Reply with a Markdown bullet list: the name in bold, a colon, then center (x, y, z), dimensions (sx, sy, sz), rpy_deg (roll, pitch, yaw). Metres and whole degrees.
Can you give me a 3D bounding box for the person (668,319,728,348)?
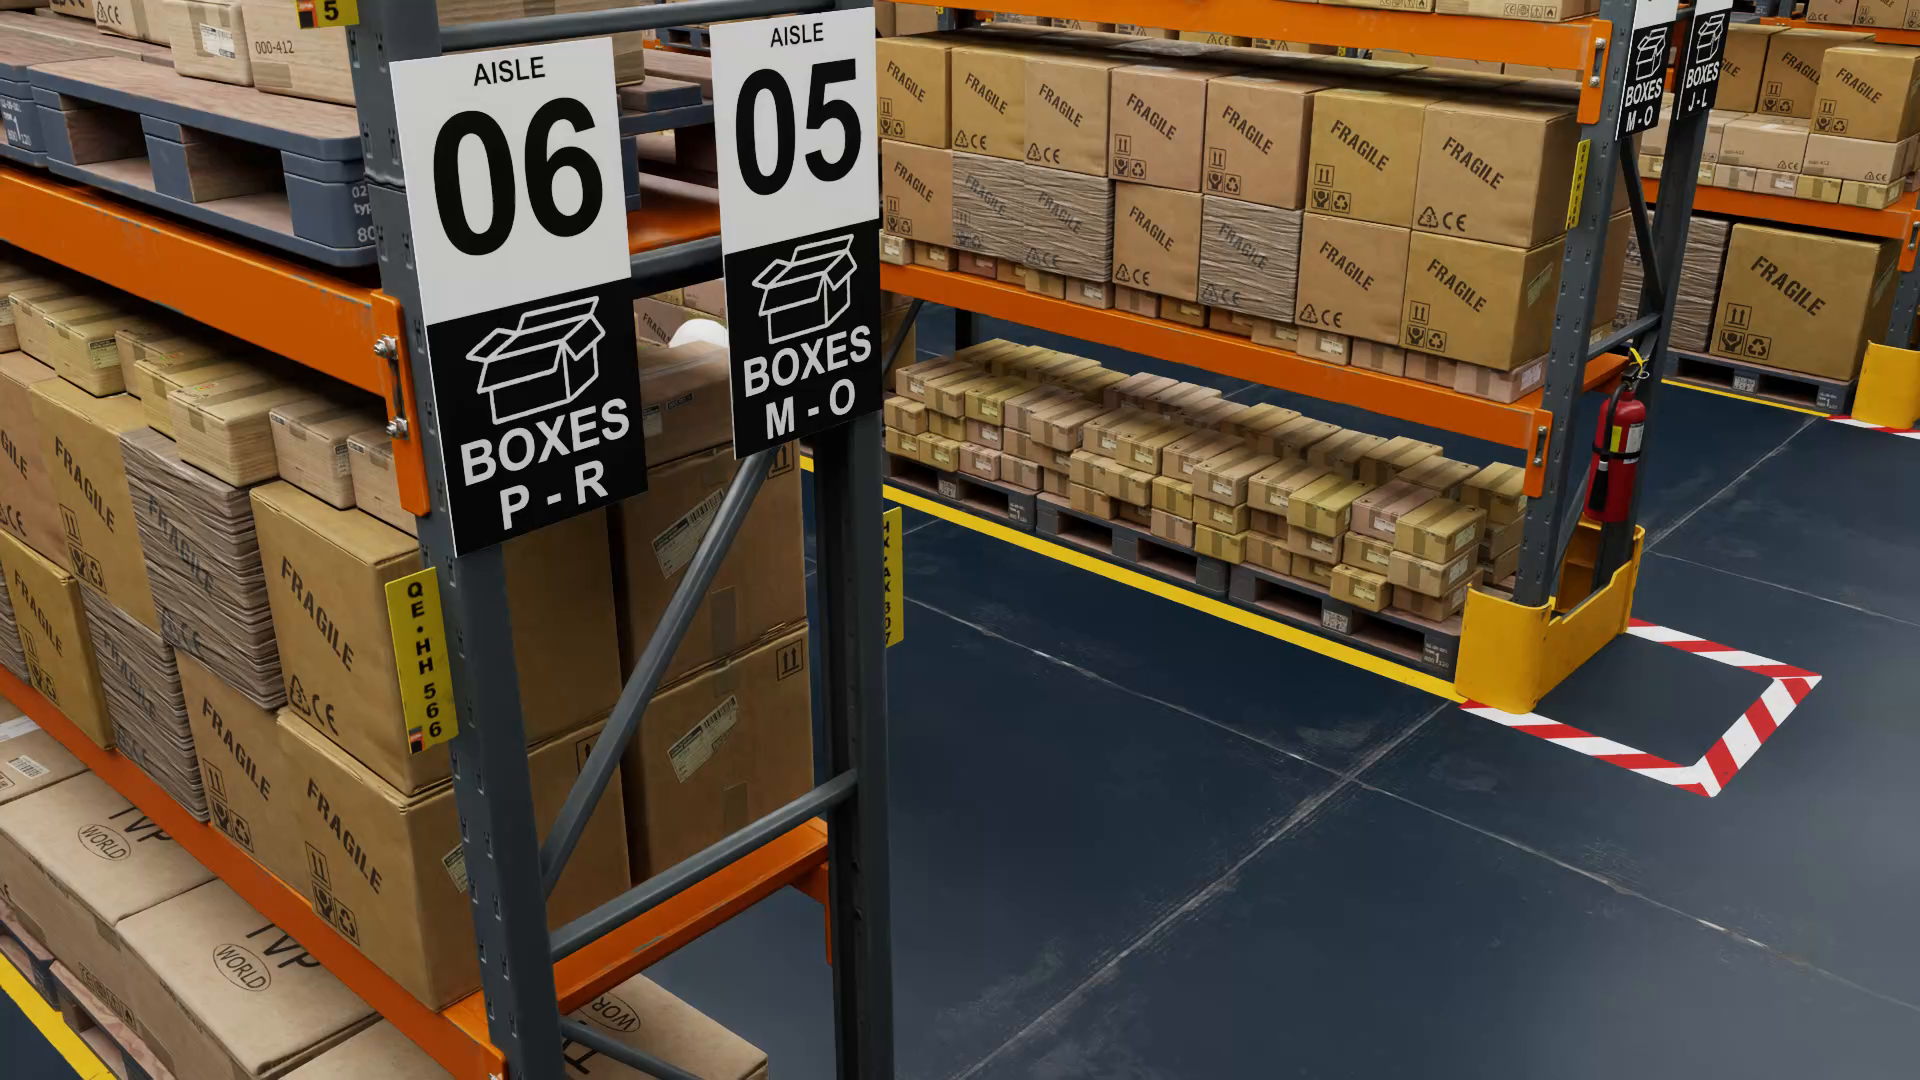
- **person**: center (-1.082, 0.023, 6.559), dimensions (0.524, 1.817, 0.631), rpy_deg (-7, 25, -15)
